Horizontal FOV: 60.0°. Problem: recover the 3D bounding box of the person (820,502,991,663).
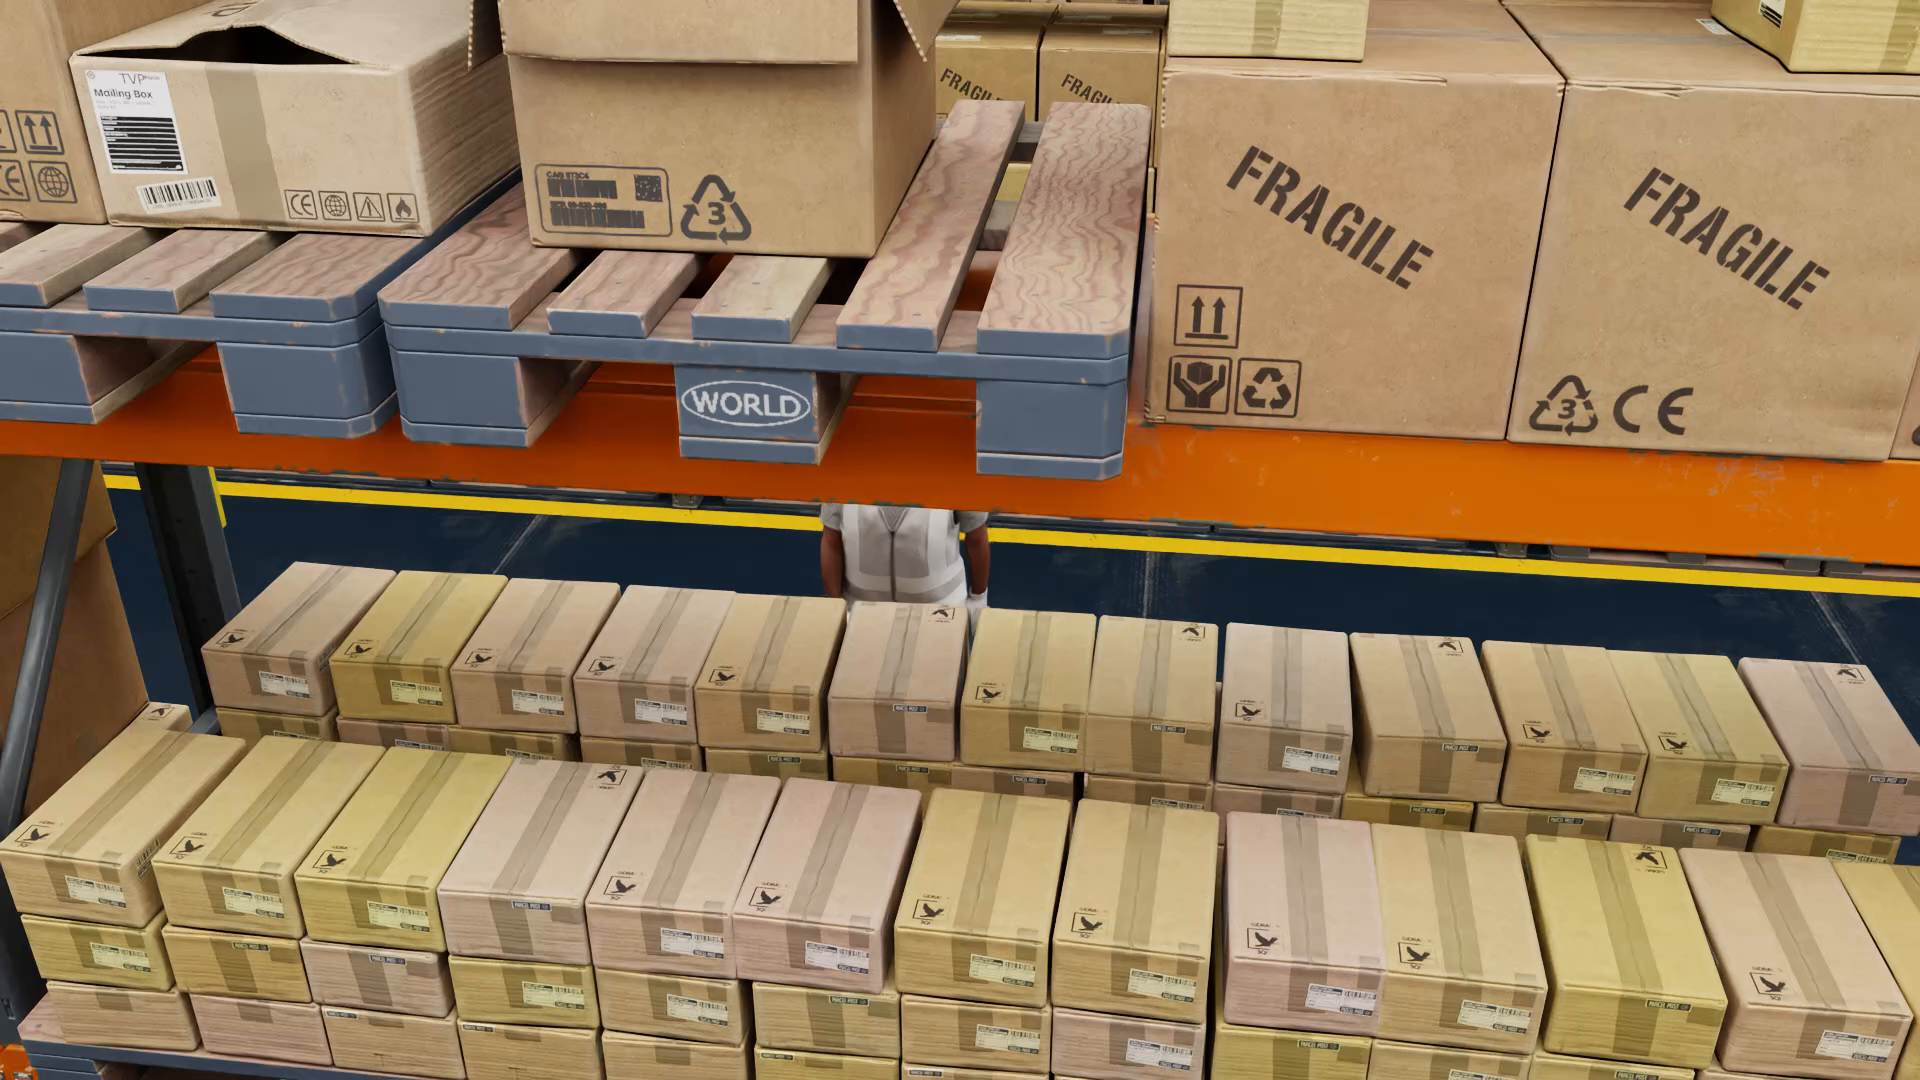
[{"bbox_3d":[-0.183,0.228,5.675,0.574,1.760,0.795,4,28,8],"label":"person"}]
